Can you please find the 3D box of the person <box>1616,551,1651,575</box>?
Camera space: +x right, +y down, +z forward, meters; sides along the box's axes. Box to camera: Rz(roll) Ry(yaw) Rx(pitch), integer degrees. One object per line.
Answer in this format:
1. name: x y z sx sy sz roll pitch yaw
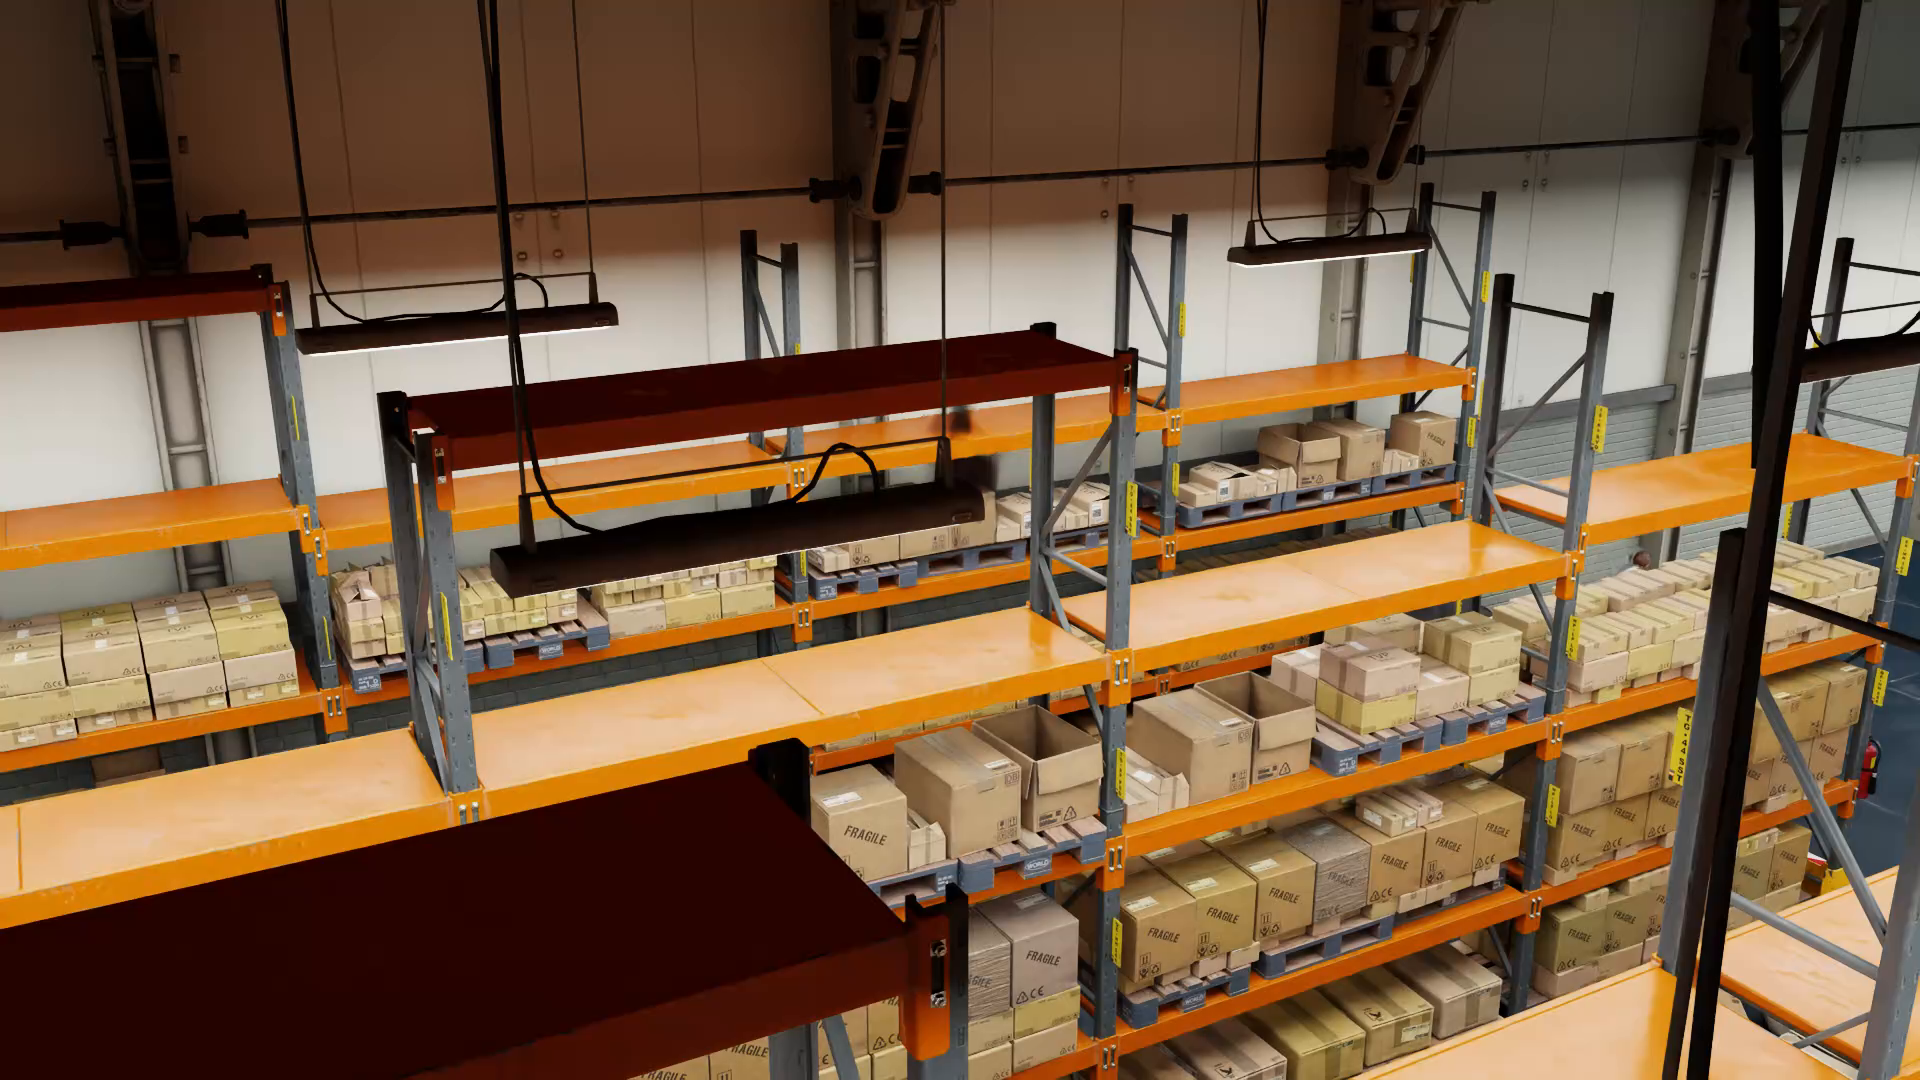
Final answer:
1. person: 8.268 0.817 20.841 0.923 1.359 0.531 -3 18 -8
